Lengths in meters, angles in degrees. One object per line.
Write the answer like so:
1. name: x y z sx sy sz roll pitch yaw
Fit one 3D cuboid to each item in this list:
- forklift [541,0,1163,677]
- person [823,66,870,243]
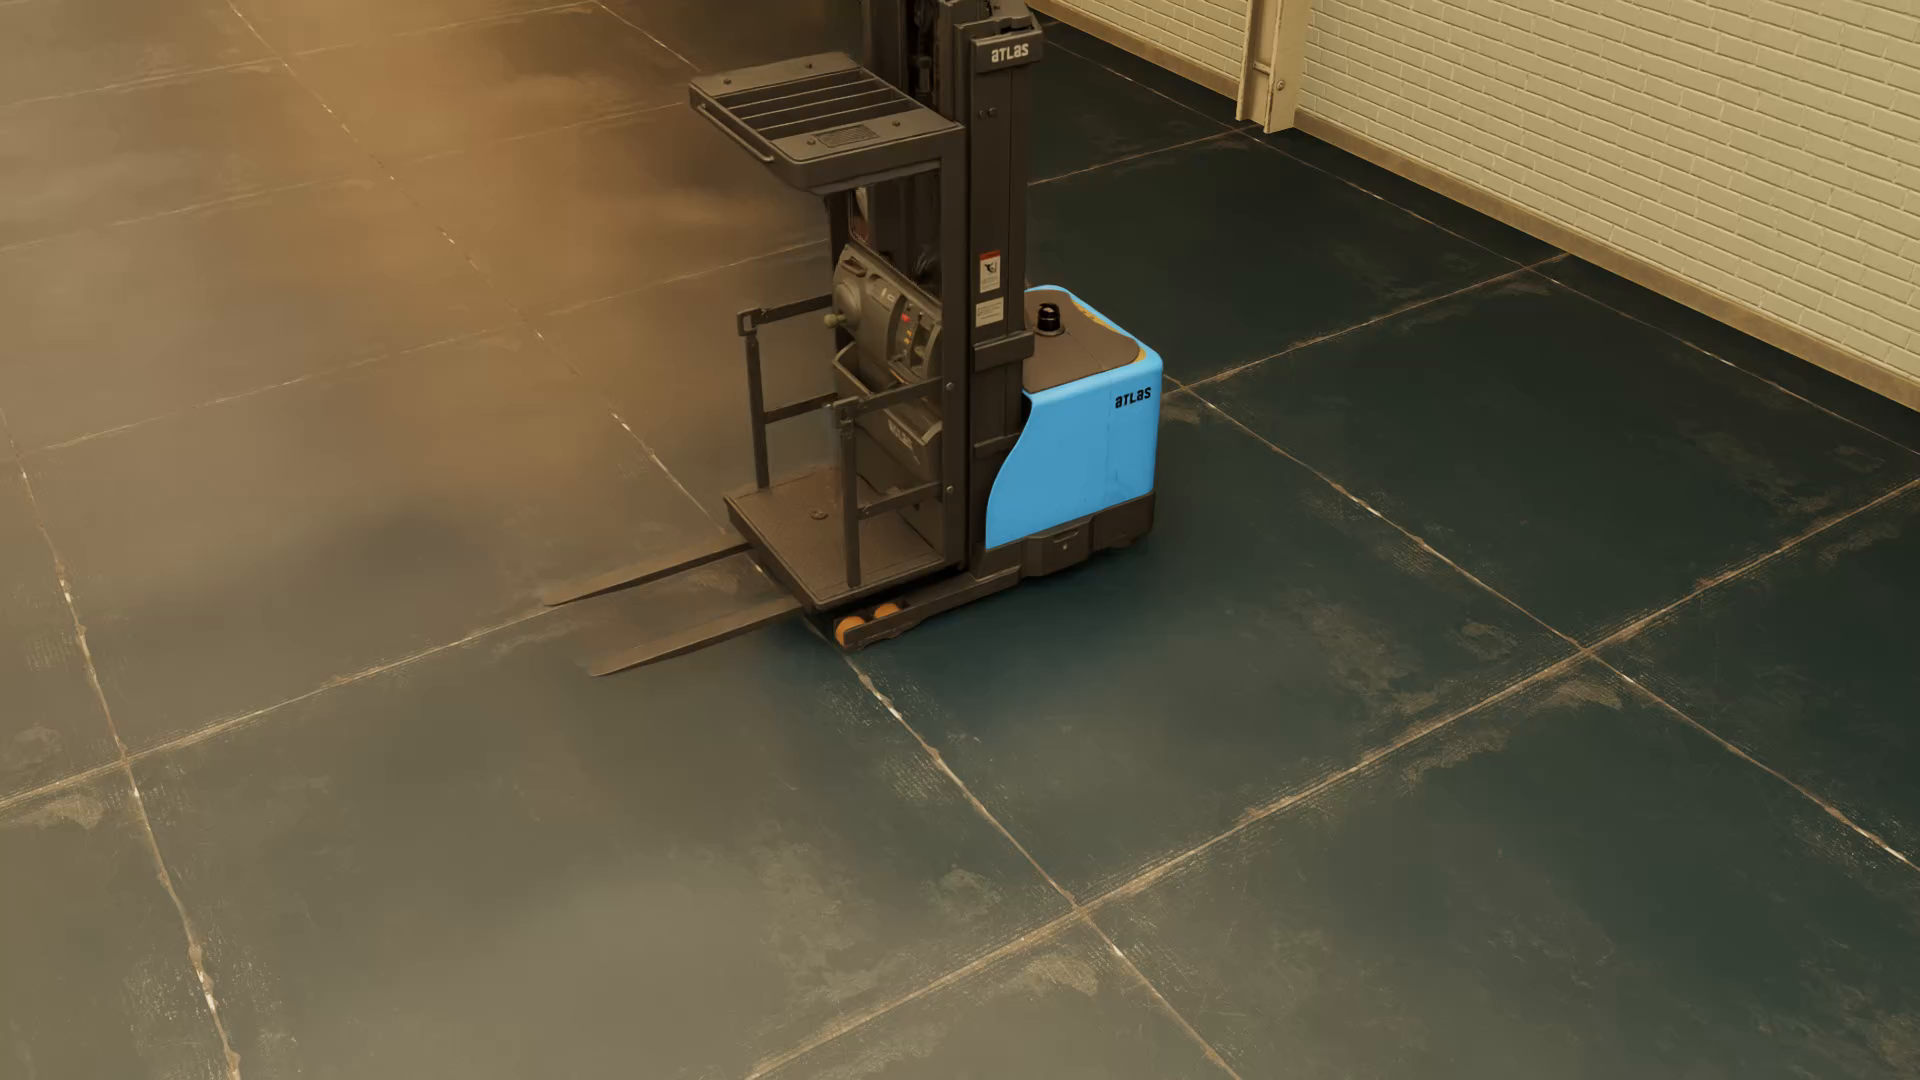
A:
1. forklift: -0.522 -1.016 7.593 3.031 2.935 1.130 -19 39 -25
2. person: -0.616 -2.004 10.055 0.424 1.719 0.582 -10 36 -14
